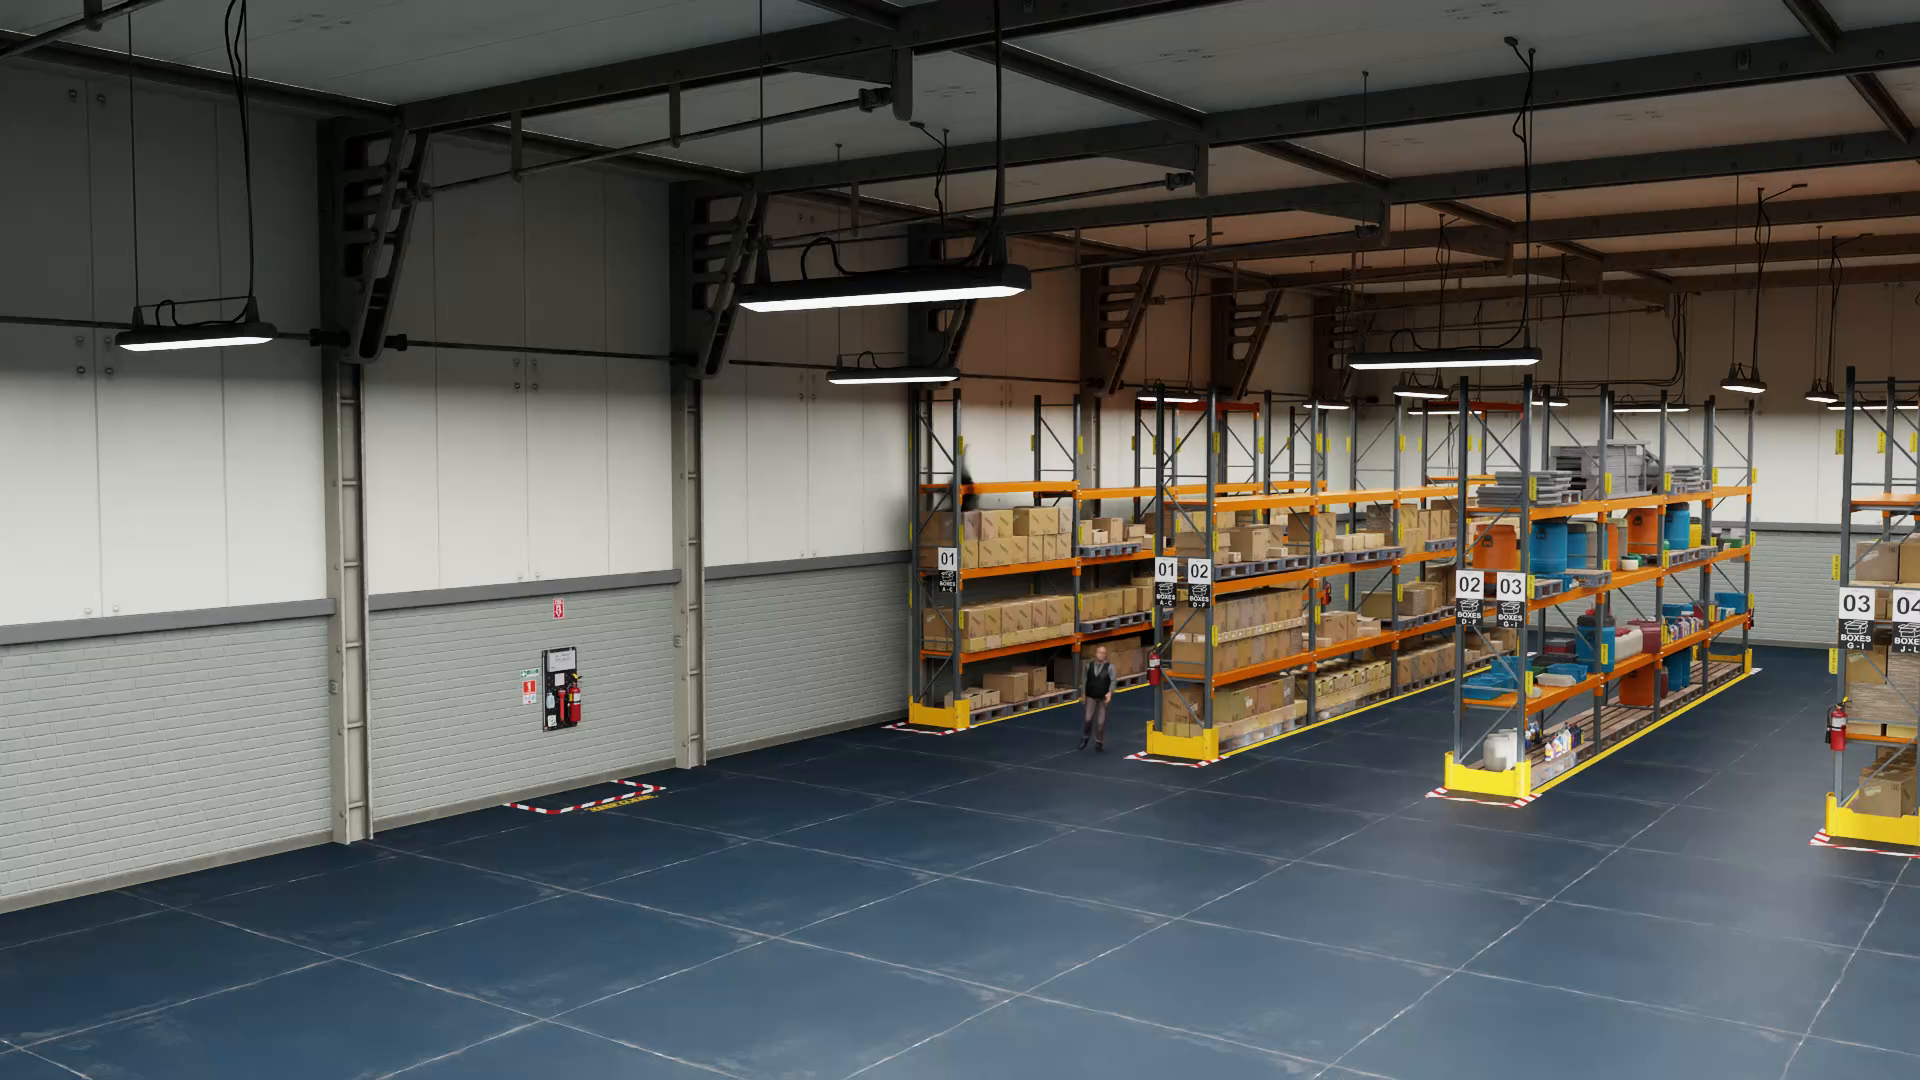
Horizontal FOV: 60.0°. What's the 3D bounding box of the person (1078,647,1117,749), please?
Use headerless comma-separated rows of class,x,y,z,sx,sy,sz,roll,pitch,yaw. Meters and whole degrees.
person,2.240,2.581,27.074,0.640,1.689,0.702,0,3,8

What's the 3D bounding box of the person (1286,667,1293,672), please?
person,6.899,2.178,35.136,0.658,1.652,0.557,2,4,29

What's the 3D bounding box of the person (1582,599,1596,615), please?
person,13.480,2.138,35.376,0.631,1.767,0.727,2,4,28
